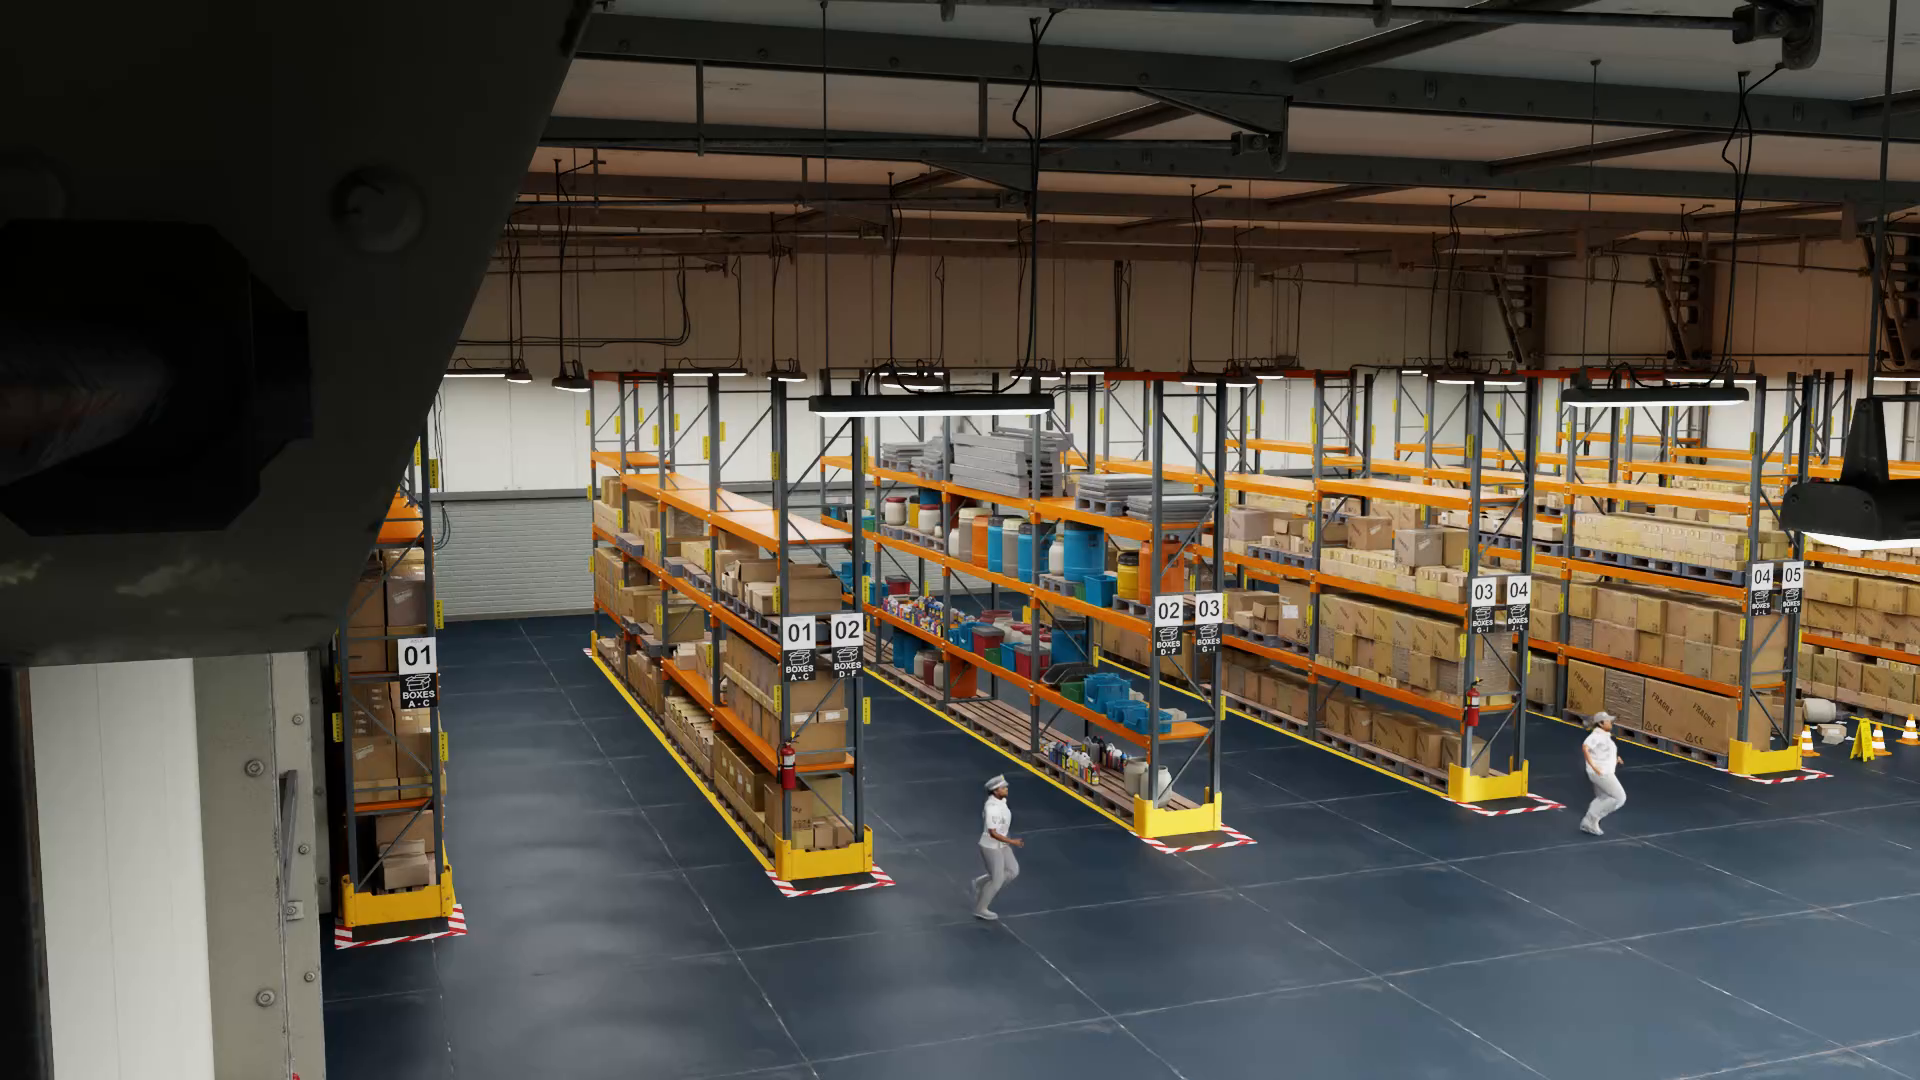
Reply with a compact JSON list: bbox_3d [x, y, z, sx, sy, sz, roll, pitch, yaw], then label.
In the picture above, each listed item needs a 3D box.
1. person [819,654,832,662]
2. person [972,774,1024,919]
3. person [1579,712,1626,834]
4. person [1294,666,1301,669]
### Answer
[{"bbox_3d":[-2.288,2.258,29.153,0.592,1.651,0.519,-3,7,-26],"label":"person"},{"bbox_3d":[0.437,3.432,18.712,0.617,1.661,0.606,1,7,13],"label":"person"},{"bbox_3d":[8.498,3.079,21.957,0.560,1.626,0.605,2,7,20],"label":"person"},{"bbox_3d":[6.929,1.723,33.094,0.701,1.790,0.950,-4,8,-33],"label":"person"}]
